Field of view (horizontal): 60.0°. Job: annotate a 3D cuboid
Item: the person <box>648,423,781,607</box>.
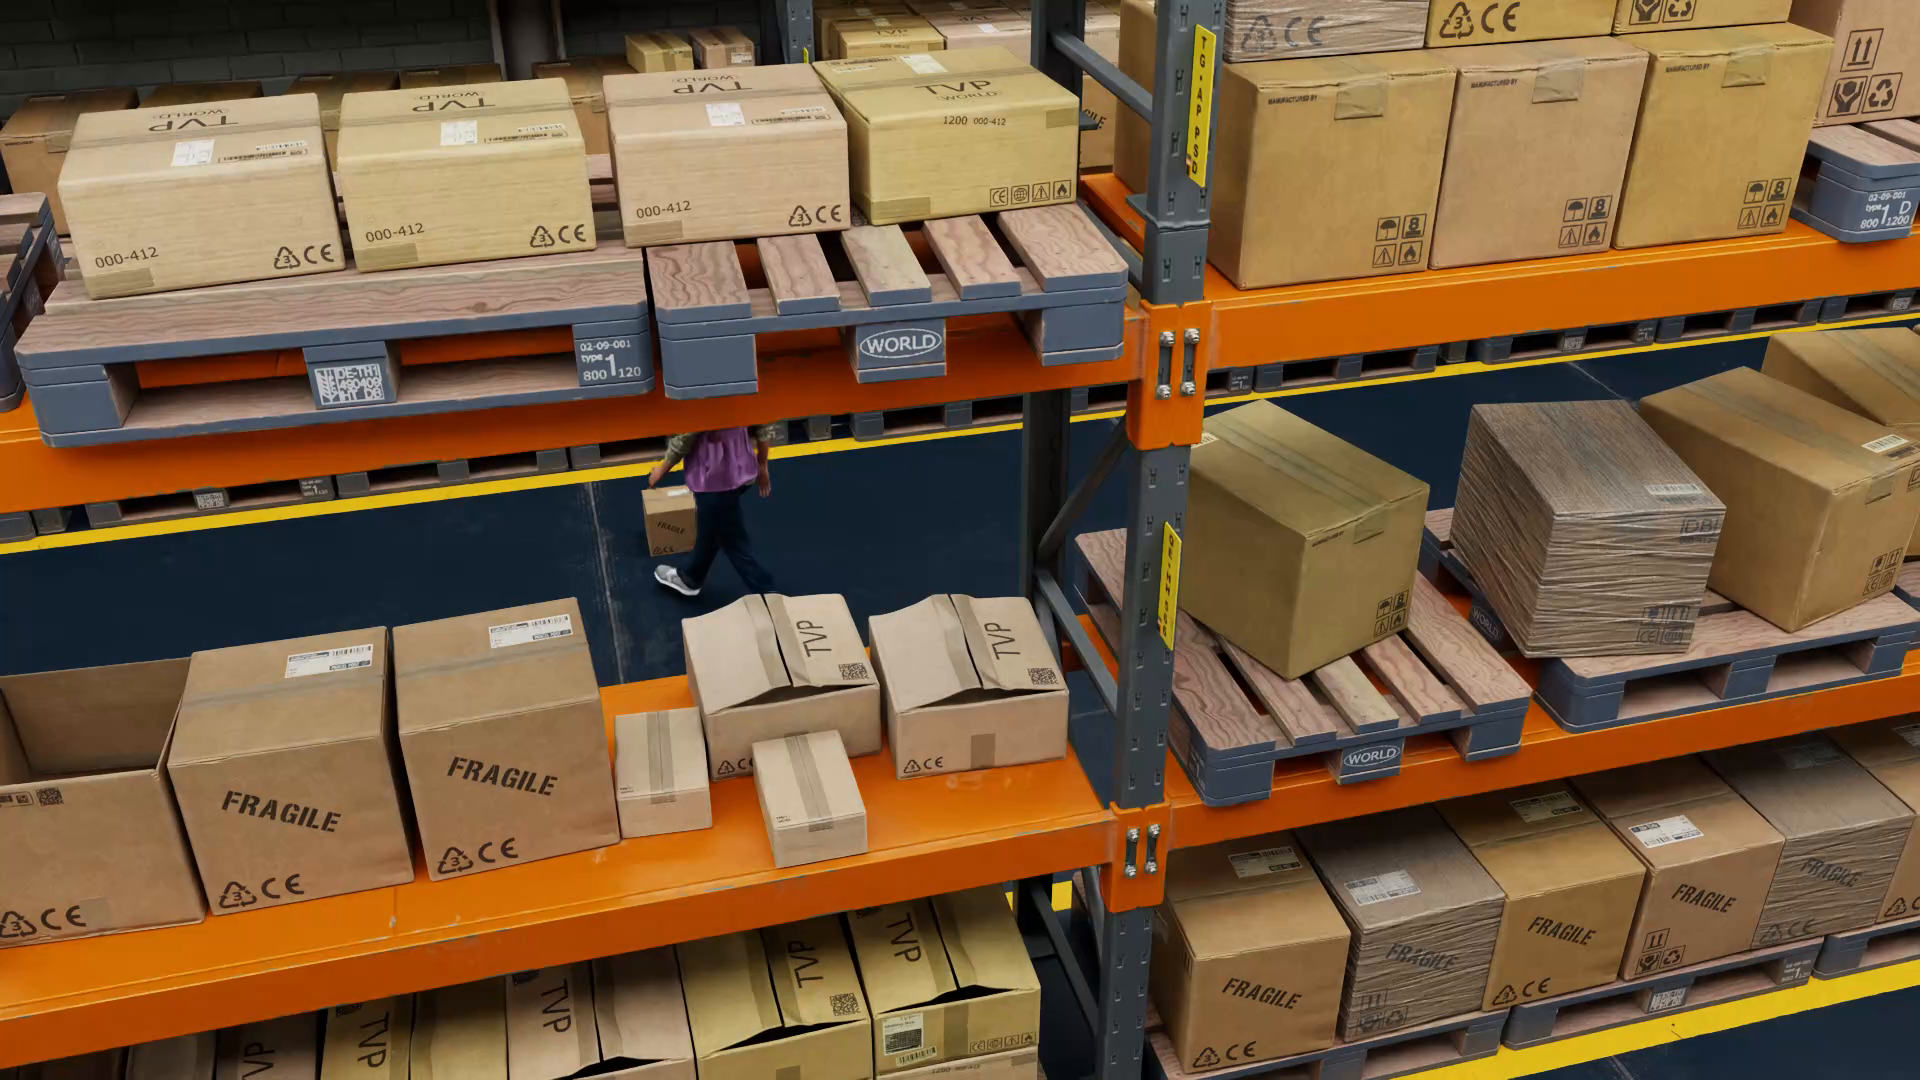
[{"bbox_3d":[-1.133,-0.307,7.400,0.892,1.554,0.427,15,34,23],"label":"person"}]
